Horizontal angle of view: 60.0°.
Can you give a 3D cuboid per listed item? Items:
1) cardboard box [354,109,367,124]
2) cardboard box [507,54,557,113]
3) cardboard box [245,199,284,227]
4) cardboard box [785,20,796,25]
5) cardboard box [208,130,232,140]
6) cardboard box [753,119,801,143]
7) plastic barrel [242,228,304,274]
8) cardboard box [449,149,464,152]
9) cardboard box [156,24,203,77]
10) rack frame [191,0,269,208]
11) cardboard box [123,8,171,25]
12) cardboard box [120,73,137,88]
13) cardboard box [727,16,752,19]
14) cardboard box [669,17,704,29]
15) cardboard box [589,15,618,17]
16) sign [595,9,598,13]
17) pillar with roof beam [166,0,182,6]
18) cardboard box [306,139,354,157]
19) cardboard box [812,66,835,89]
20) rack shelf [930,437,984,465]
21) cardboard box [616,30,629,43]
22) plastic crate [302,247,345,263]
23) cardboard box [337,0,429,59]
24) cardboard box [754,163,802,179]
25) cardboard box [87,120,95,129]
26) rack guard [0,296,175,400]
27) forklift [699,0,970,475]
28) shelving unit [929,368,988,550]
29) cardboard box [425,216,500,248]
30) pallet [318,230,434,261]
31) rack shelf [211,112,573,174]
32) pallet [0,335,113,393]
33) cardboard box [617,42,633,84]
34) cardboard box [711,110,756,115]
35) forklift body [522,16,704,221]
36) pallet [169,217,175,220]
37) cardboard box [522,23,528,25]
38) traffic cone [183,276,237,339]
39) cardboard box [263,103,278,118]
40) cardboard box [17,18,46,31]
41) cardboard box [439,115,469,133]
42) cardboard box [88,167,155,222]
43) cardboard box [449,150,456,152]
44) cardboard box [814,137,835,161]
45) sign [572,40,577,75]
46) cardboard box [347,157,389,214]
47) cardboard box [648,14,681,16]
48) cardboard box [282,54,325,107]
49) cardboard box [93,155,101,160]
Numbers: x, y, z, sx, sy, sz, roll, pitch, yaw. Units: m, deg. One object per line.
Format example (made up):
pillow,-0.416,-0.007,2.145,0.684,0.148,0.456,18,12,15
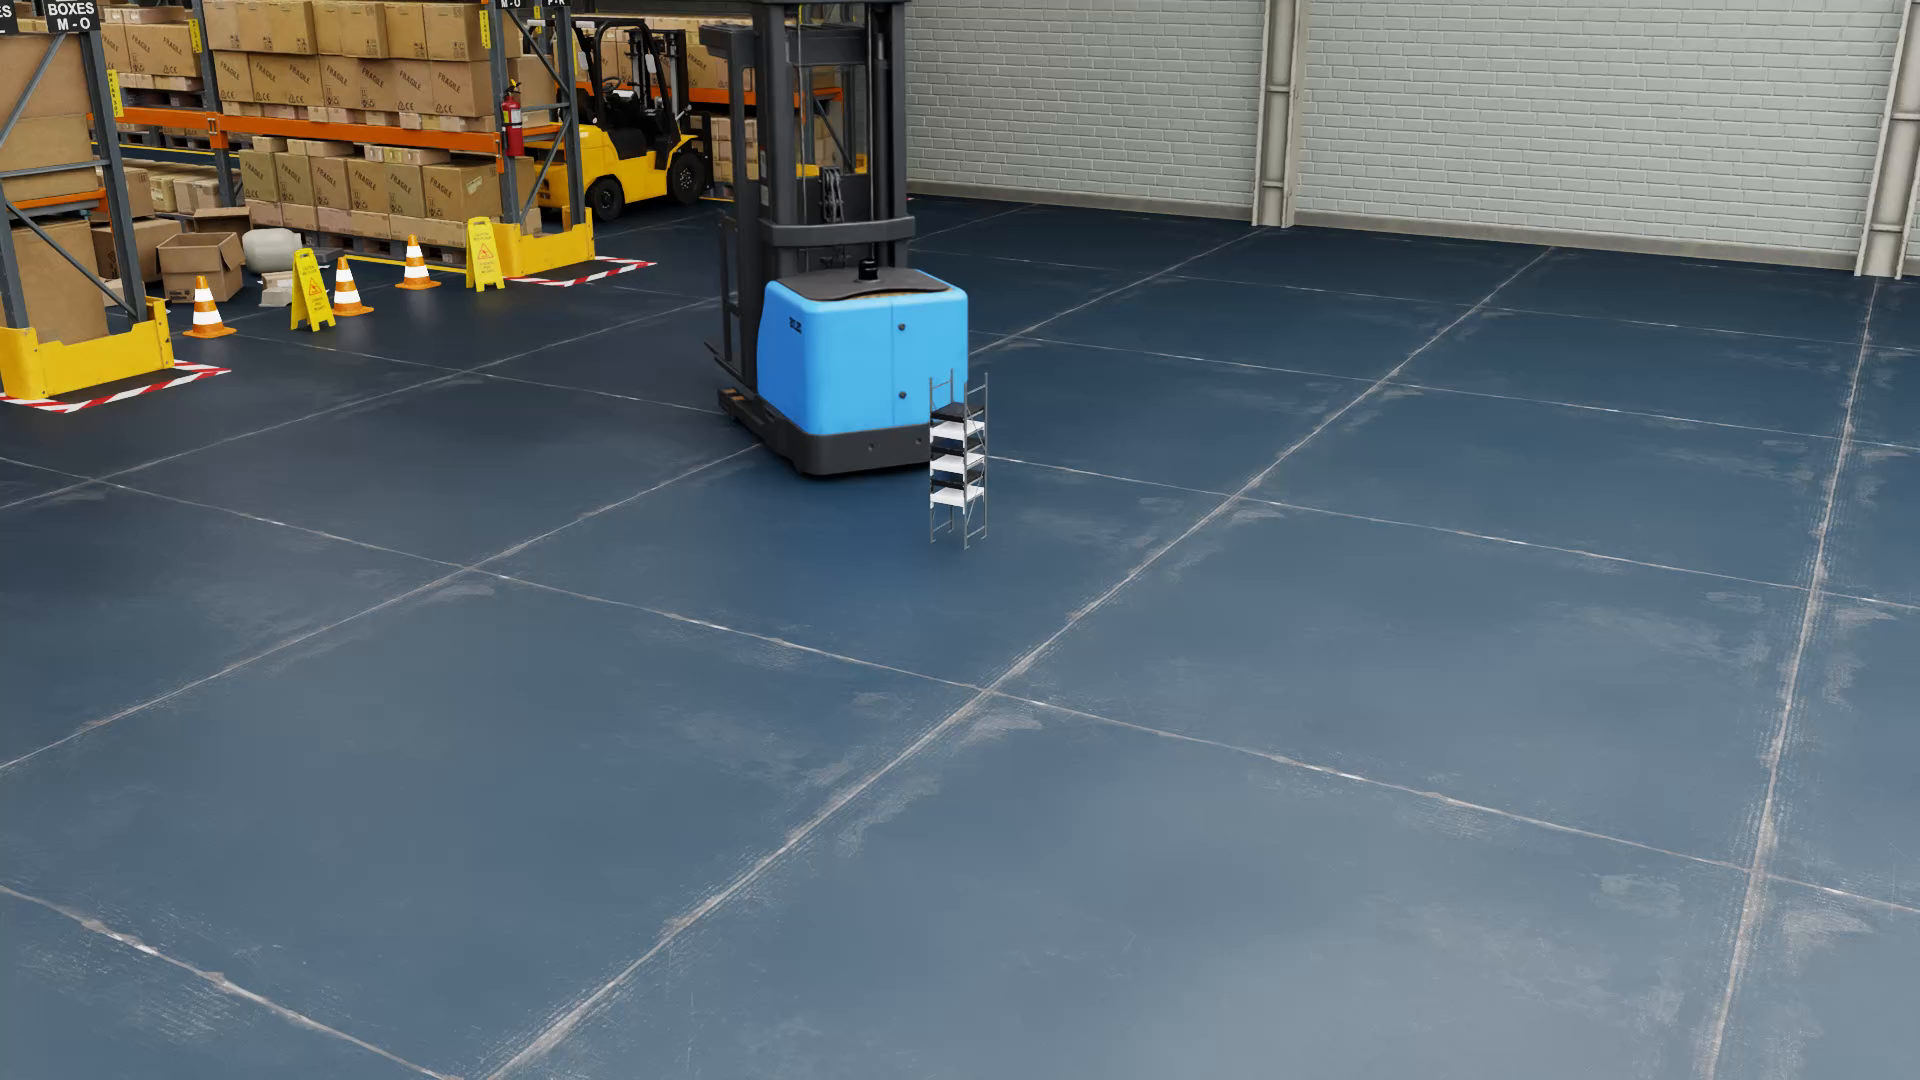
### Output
cardboard box,-5.746,-4.209,16.437,0.250,0.149,0.380,11,23,27
cardboard box,-4.269,-4.416,16.058,0.500,0.500,0.500,10,22,26
cardboard box,-7.099,-3.460,17.420,0.500,0.250,0.500,10,22,25
cardboard box,-1.988,-6.035,19.569,0.250,0.149,0.380,11,23,27
cardboard box,-10.833,-6.247,24.738,0.500,0.500,0.500,10,22,26
cardboard box,-2.127,-4.905,19.938,0.500,0.250,0.500,12,23,29
plastic barrel,-6.532,-2.750,15.825,0.512,0.421,0.421,-7,21,-20
cardboard box,-6.857,-5.632,22.859,0.625,0.625,0.875,10,22,25
cardboard box,-7.998,-5.126,17.399,0.500,0.500,0.500,10,22,26
rack frame,-7.482,-4.733,17.515,0.127,3.000,1.000,11,23,27
cardboard box,-8.604,-5.543,17.597,0.250,0.149,0.380,10,22,26
cardboard box,-8.755,-4.939,17.833,0.250,0.149,0.380,11,23,28
cardboard box,-2.662,-6.333,20.390,0.250,0.149,0.380,12,23,29
cardboard box,-3.330,-6.288,20.268,0.250,0.149,0.380,11,23,28
cardboard box,-4.432,-6.506,20.867,0.250,0.149,0.380,10,22,26
sign,-4.796,-6.821,21.885,0.005,0.325,0.100,11,23,27
pillar with roof beam,-14.317,-9.465,21.761,0.400,9.000,9.100,11,23,27
cardboard box,-6.333,-3.950,16.720,0.250,0.149,0.380,12,23,30
cardboard box,-1.870,-5.758,20.194,0.500,0.500,0.500,12,23,29
rack shelf,-0.007,-0.478,8.696,0.200,0.077,0.258,11,23,27
cardboard box,-4.040,-6.247,20.591,0.250,0.149,0.380,11,22,27
plastic crate,-6.512,-2.856,16.620,0.583,0.080,0.402,3,20,9
cardboard box,-5.476,-4.886,15.885,0.500,0.500,0.700,10,22,27
cardboard box,-2.137,-4.435,20.110,0.500,0.250,0.500,11,23,28
cardboard box,-13.420,-6.773,26.189,0.500,0.500,0.700,10,22,25
rack guard,-6.295,-1.399,11.988,0.348,0.500,1.175,11,23,27
forklift,-0.987,-2.222,10.691,1.130,2.935,3.031,-8,22,-22
shelving unit,-0.007,-0.424,8.715,0.210,0.900,0.258,11,23,27
cardboard box,-4.848,-3.031,16.239,0.500,0.250,0.500,11,23,27
pallet,-5.810,-3.119,17.153,1.213,0.211,1.003,11,23,27
rack shelf,-5.736,-4.063,16.721,4.000,0.370,1.077,11,23,27
pallet,-7.052,-1.376,12.350,1.213,0.211,1.003,11,23,27
cardboard box,-3.900,-5.942,20.699,0.500,0.500,0.500,11,22,27
cardboard box,-2.770,-5.226,20.823,0.500,0.250,0.500,11,22,27
forklift body,-4.118,-4.920,19.273,1.214,2.155,2.313,11,23,27
pallet,-9.232,-3.754,18.905,1.213,0.211,1.003,11,23,27
cardboard box,-5.694,-6.788,22.081,0.250,0.149,0.380,11,23,27
traffic cone,-6.087,-1.896,13.414,0.334,0.463,0.336,11,23,27
cardboard box,-6.871,-4.406,16.980,0.250,0.149,0.380,11,23,27
cardboard box,-10.236,-5.554,18.580,0.500,0.500,0.500,12,23,30
cardboard box,-4.696,-3.958,15.745,0.250,0.149,0.380,10,22,27
cardboard box,-8.324,-3.379,16.337,0.500,0.500,0.500,11,23,27
cardboard box,-5.473,-3.717,17.031,0.500,0.500,0.500,11,23,28
cardboard box,-1.882,-4.826,20.455,0.500,0.250,0.500,11,23,28
sign,-3.726,-4.637,15.979,0.005,0.325,0.100,11,23,27
cardboard box,-5.711,-3.553,16.577,0.500,0.500,0.500,10,22,26
cardboard box,-3.737,-6.574,21.055,0.250,0.149,0.380,10,22,26
cardboard box,-6.353,-4.600,16.565,0.500,0.500,0.500,11,22,27
cardboard box,-10.486,-4.264,19.458,0.625,0.372,0.950,9,22,24
